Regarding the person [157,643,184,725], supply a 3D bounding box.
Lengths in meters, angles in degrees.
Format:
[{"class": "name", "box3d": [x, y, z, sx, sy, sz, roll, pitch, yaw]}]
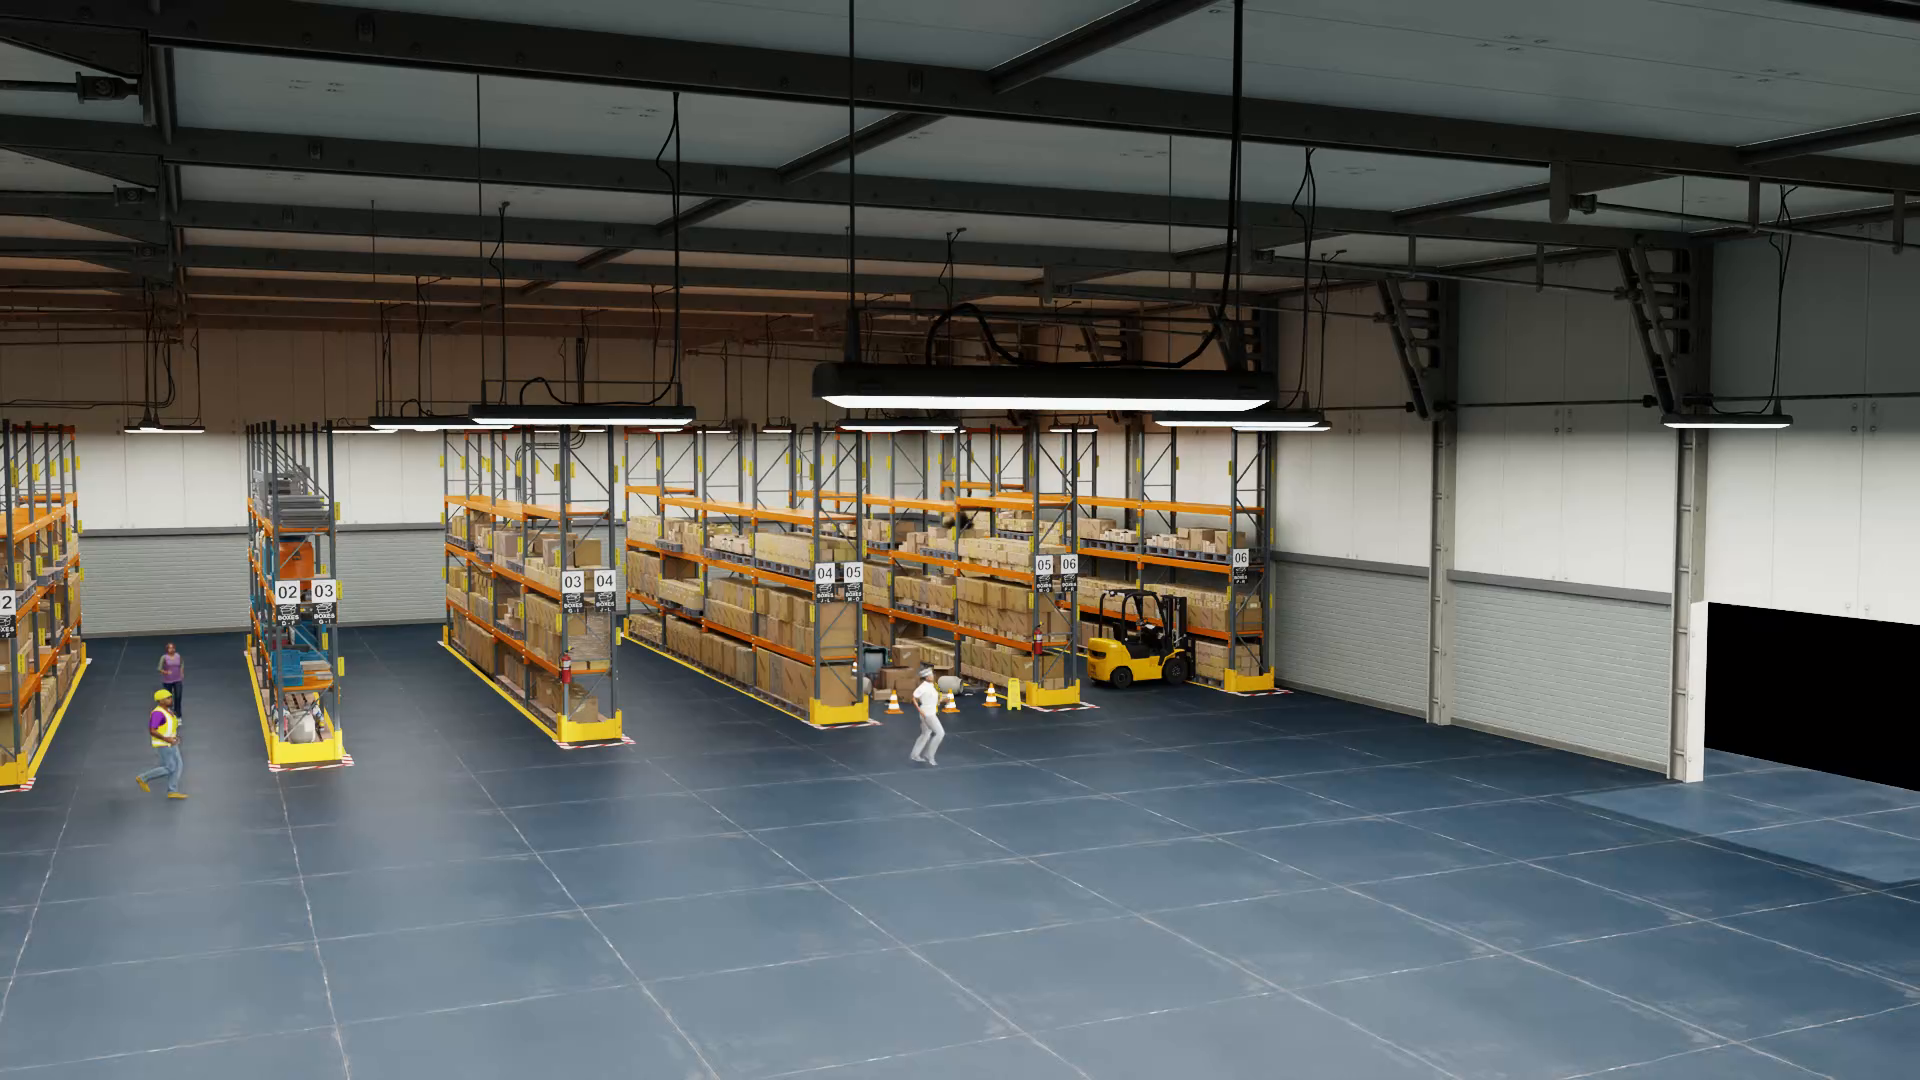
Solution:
[{"class": "person", "box3d": [-15.725, 2.842, 33.180, 0.538, 1.605, 0.851, -3, 5, -38]}]

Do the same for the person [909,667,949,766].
[{"class": "person", "box3d": [-0.538, 3.074, 28.935, 0.702, 1.731, 0.542, 0, 4, 6]}]

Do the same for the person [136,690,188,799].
[{"class": "person", "box3d": [-12.587, 3.224, 26.233, 0.749, 1.737, 0.677, -1, 4, -8]}]

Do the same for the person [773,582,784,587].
[{"class": "person", "box3d": [-5.603, 1.771, 50.983, 0.554, 1.552, 0.554, -1, 4, -13]}]
